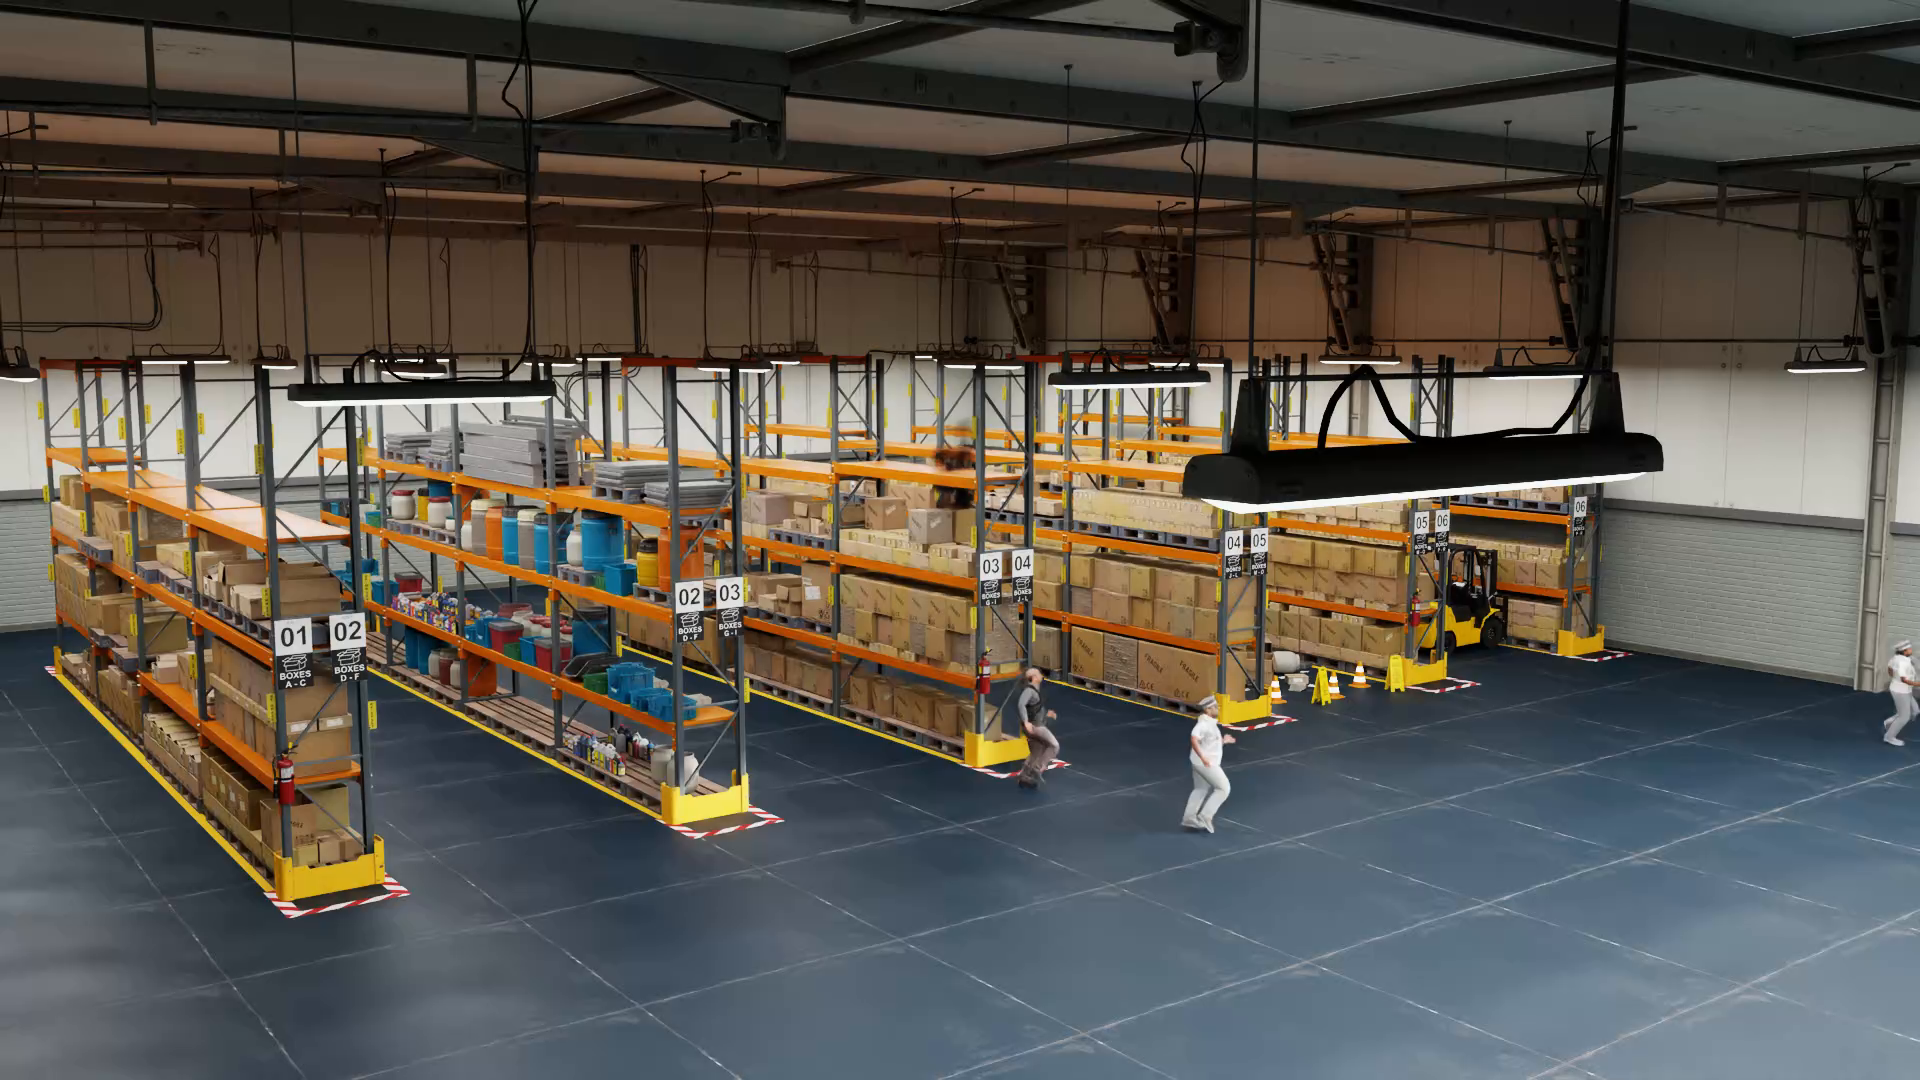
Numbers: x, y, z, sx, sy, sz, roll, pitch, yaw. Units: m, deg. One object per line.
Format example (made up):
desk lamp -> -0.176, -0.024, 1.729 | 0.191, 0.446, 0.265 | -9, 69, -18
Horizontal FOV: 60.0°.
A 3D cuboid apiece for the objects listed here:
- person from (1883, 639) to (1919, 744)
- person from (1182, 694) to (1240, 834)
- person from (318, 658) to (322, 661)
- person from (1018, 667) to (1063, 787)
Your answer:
person -> 14.852, 2.370, 26.044 | 0.603, 1.677, 0.618 | 3, 8, 24
person -> 3.258, 2.897, 21.532 | 0.755, 1.845, 0.625 | 0, 7, -4
person -> -11.668, 1.928, 29.970 | 0.565, 1.617, 0.593 | -7, 9, -44
person -> 1.136, 2.646, 23.681 | 0.644, 1.683, 0.646 | 0, 7, -2
